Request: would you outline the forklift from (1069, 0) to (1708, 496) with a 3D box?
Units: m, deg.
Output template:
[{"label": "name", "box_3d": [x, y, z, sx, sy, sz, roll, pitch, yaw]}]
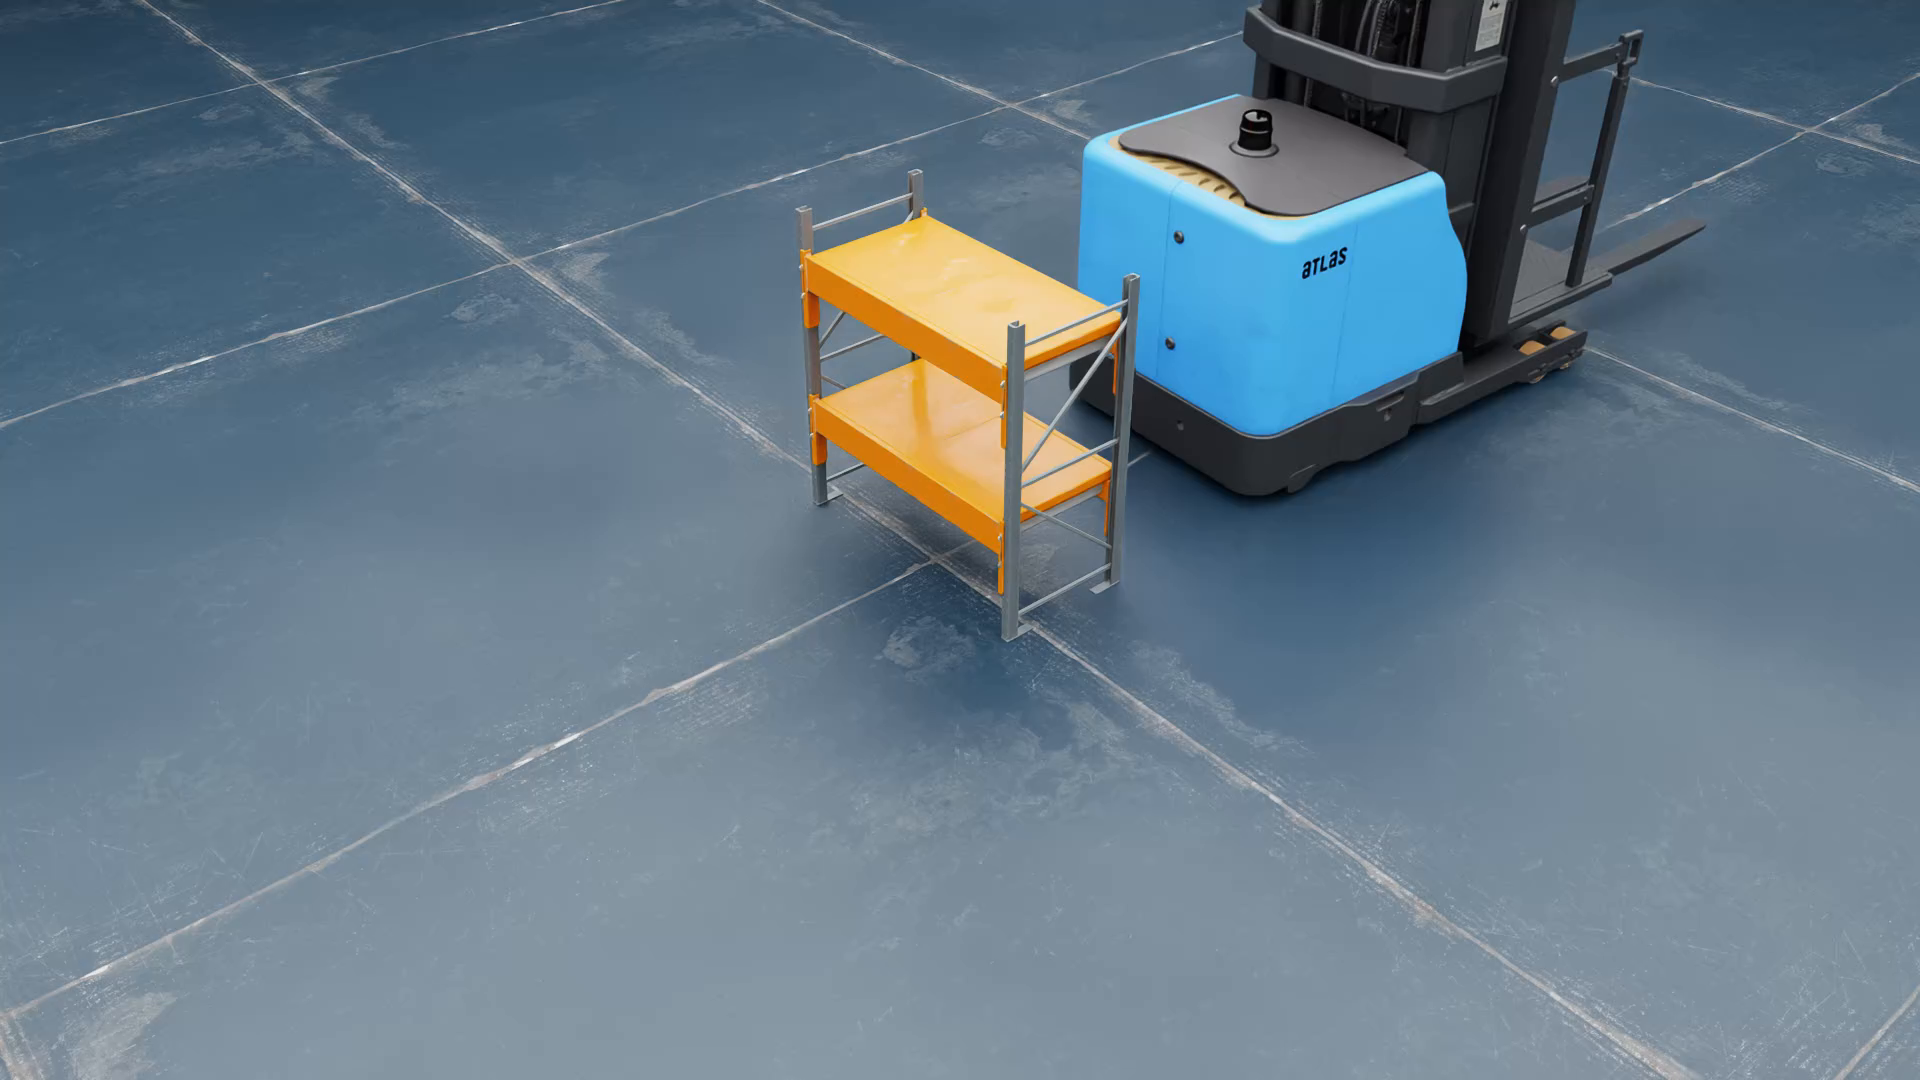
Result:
[{"label": "forklift", "box_3d": [1.902, -2.039, 6.094, 3.031, 2.935, 1.130, -24, 42, -30]}]

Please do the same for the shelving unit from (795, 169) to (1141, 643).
[{"label": "shelving unit", "box_3d": [0.004, -0.456, 5.421, 0.538, 1.125, 1.048, -26, 43, -32]}]

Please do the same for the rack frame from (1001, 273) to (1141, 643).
[{"label": "rack frame", "box_3d": [0.332, -0.232, 5.104, 0.500, 1.125, 0.032, -26, 43, -32]}]

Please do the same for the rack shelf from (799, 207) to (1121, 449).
[{"label": "rack shelf", "box_3d": [0.004, -0.695, 5.252, 0.538, 0.278, 1.000, -26, 43, -32]}]

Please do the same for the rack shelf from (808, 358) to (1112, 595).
[{"label": "rack shelf", "box_3d": [0.004, -0.257, 5.562, 0.538, 0.278, 1.000, -26, 43, -32]}]

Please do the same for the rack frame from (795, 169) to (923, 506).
[{"label": "rack frame", "box_3d": [-0.324, -0.680, 5.738, 0.500, 1.125, 0.032, -26, 43, -32]}]
